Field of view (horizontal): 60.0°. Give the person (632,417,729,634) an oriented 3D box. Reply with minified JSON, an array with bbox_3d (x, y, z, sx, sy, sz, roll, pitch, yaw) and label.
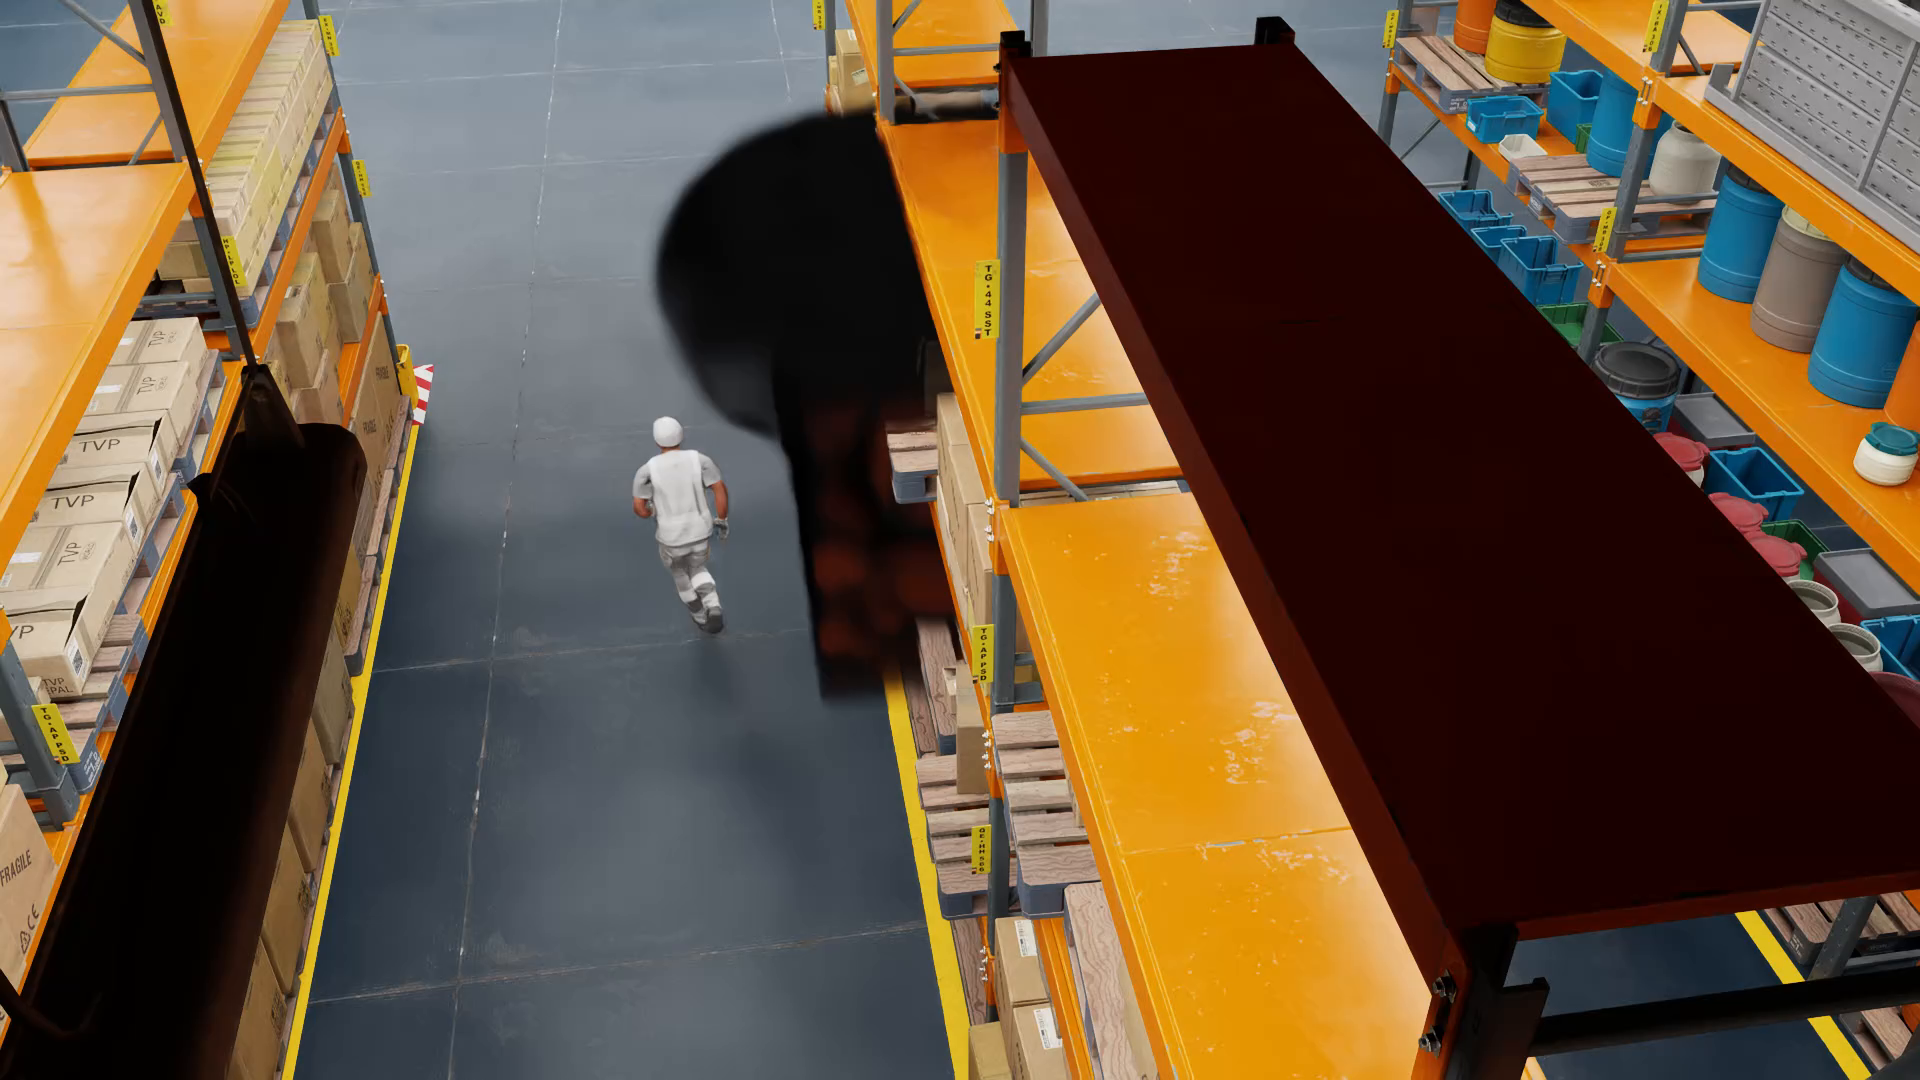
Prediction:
[{"bbox_3d":[-1.947,-0.022,11.781,0.640,1.713,0.758,-18,40,-23],"label":"person"}]
